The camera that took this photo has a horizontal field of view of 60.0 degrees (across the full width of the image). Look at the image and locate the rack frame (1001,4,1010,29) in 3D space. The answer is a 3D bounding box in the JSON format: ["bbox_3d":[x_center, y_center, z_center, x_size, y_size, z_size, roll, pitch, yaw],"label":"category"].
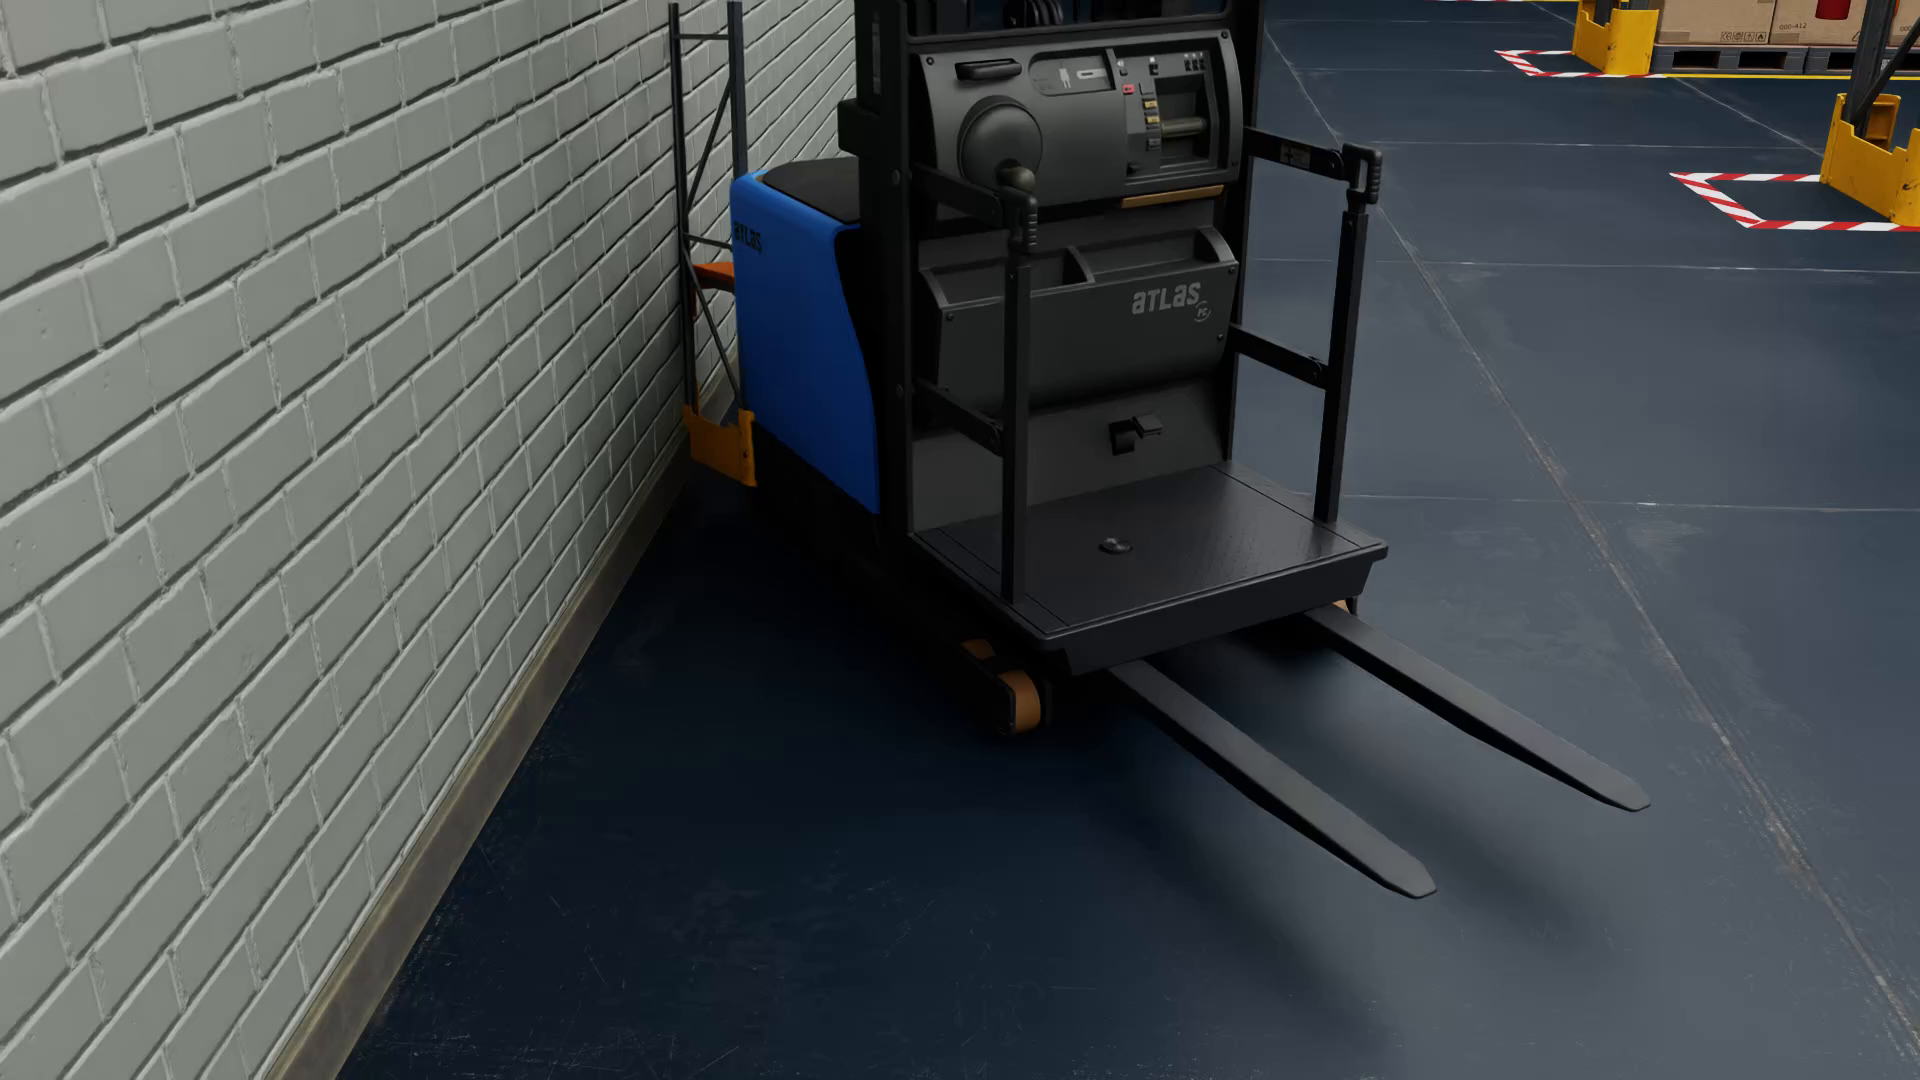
[{"bbox_3d":[0.035,-1.132,5.967,0.032,1.500,0.500,-11,20,-32],"label":"rack frame"}]

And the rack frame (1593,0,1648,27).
[{"bbox_3d":[5.445,-5.343,13.273,0.127,3.000,1.000,2,25,4],"label":"rack frame"}]

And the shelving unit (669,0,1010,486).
[{"bbox_3d":[-0.395,-1.049,5.692,1.083,1.500,0.587,-11,20,-32],"label":"shelving unit"}]

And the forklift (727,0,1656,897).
[{"bbox_3d":[0.434,-1.058,4.043,1.130,2.935,3.031,-13,28,-27],"label":"forklift"}]

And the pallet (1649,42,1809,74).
[{"bbox_3d":[6.248,-4.083,13.871,1.213,0.211,1.003,2,25,4],"label":"pallet"}]

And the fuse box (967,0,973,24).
[{"bbox_3d":[0.127,-5.799,15.805,0.414,1.711,0.539,2,25,4],"label":"fuse box"}]

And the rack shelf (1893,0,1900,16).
[{"bbox_3d":[7.161,-2.886,8.793,4.000,0.370,1.077,2,25,4],"label":"rack shelf"}]

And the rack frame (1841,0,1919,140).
[{"bbox_3d":[5.167,-3.276,8.782,0.127,3.000,1.000,2,25,4],"label":"rack frame"}]

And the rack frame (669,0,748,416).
[{"bbox_3d":[-0.810,-0.970,5.426,0.032,1.500,0.500,-11,20,-32],"label":"rack frame"}]

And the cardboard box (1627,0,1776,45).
[{"bbox_3d":[6.111,-4.390,13.765,0.875,0.438,0.875,1,25,2],"label":"cardboard box"}]

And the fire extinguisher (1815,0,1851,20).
[{"bbox_3d":[4.951,-3.272,9.312,0.183,0.674,0.296,2,25,4],"label":"fire extinguisher"}]

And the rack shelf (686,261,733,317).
[{"bbox_3d":[-0.388,-0.879,5.748,1.000,0.185,0.538,-11,20,-32],"label":"rack shelf"}]

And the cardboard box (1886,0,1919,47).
[{"bbox_3d":[7.923,-4.335,13.645,0.875,0.438,0.875,1,25,2],"label":"cardboard box"}]

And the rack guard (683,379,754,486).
[{"bbox_3d":[-0.810,-0.371,5.608,0.087,0.250,0.587,-11,20,-32],"label":"rack guard"}]

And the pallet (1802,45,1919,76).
[{"bbox_3d":[7.461,-4.043,13.783,1.213,0.211,1.003,2,25,4],"label":"pallet"}]

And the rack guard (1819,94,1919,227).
[{"bbox_3d":[5.242,-2.138,9.299,0.348,0.500,1.175,2,25,4],"label":"rack guard"}]

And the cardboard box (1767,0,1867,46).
[{"bbox_3d":[7.024,-4.364,13.709,0.875,0.438,0.875,2,25,5],"label":"cardboard box"}]

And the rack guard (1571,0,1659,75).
[{"bbox_3d":[5.421,-4.208,13.797,0.348,0.500,1.175,2,25,4],"label":"rack guard"}]
